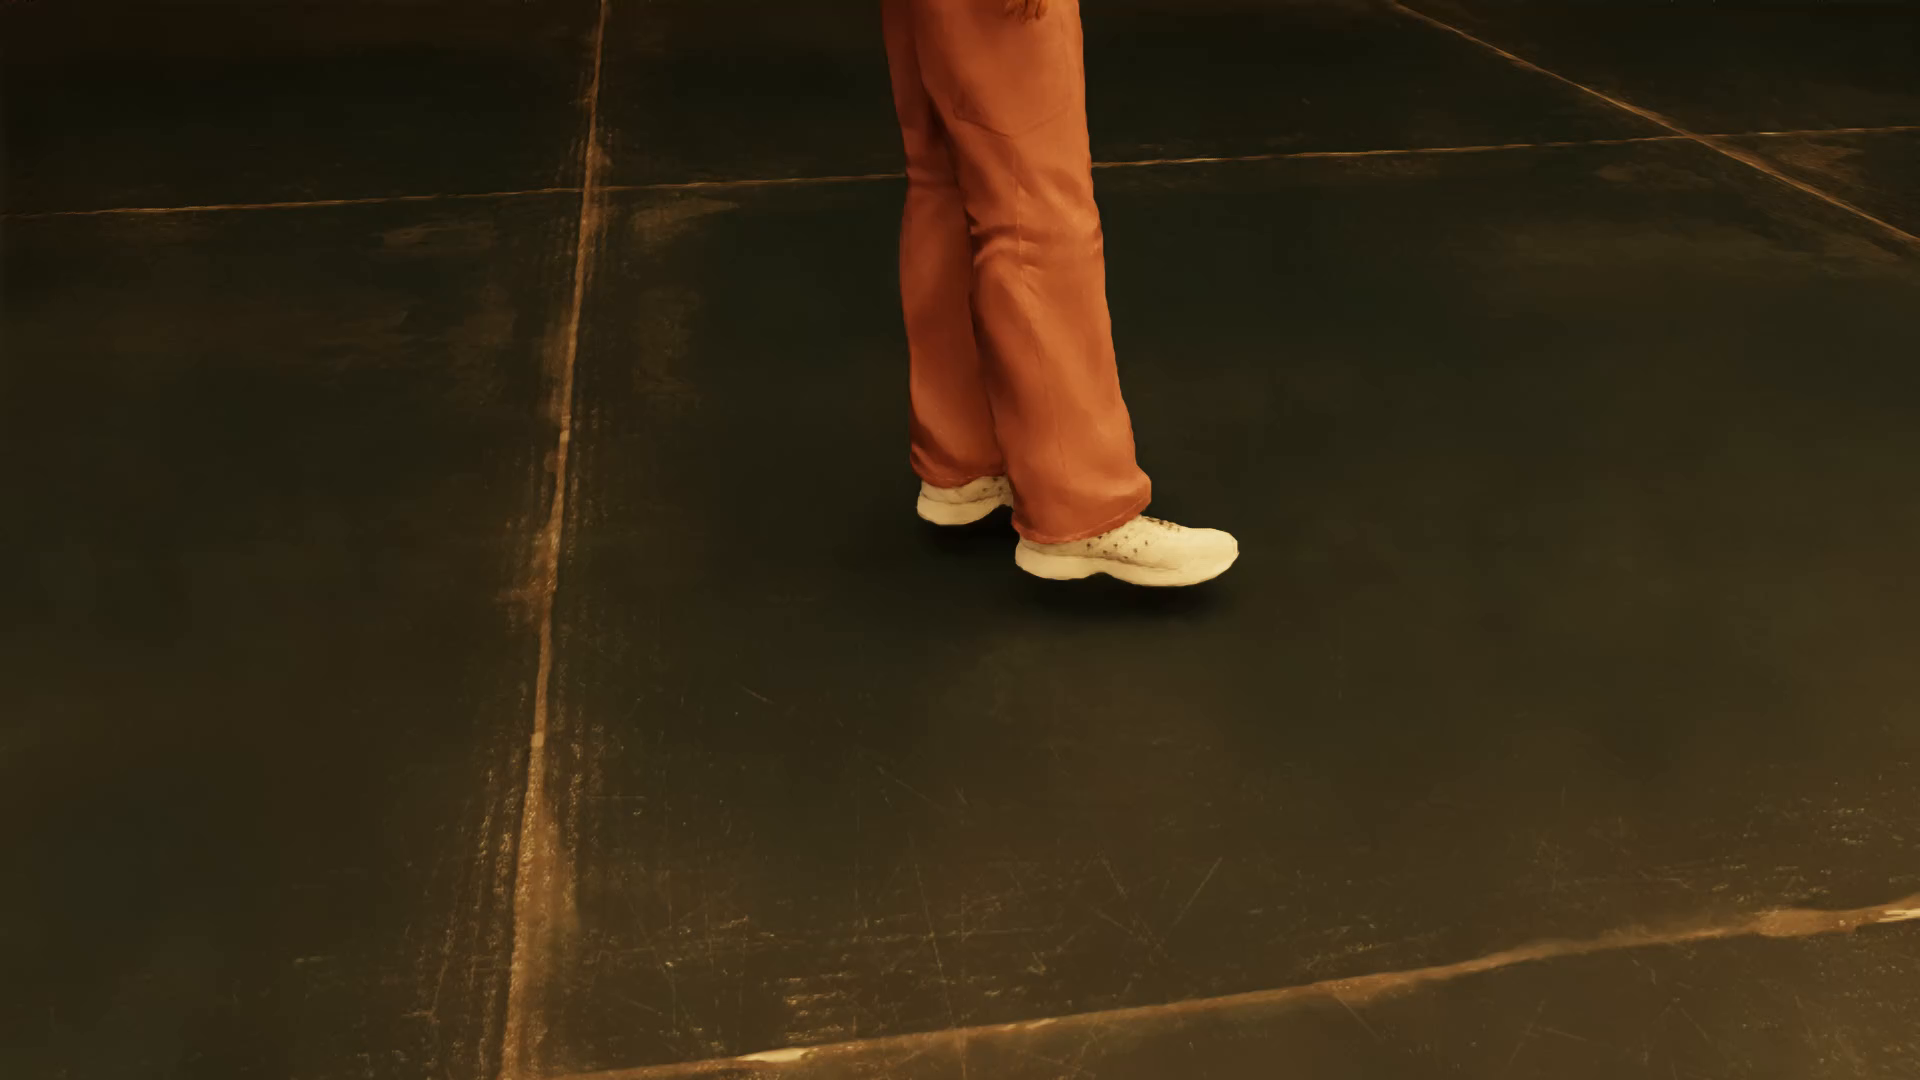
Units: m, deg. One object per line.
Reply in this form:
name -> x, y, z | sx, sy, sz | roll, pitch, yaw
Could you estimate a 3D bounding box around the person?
person -> 0.074, -0.783, 2.087 | 0.549, 1.673, 0.554 | -5, 28, -9
